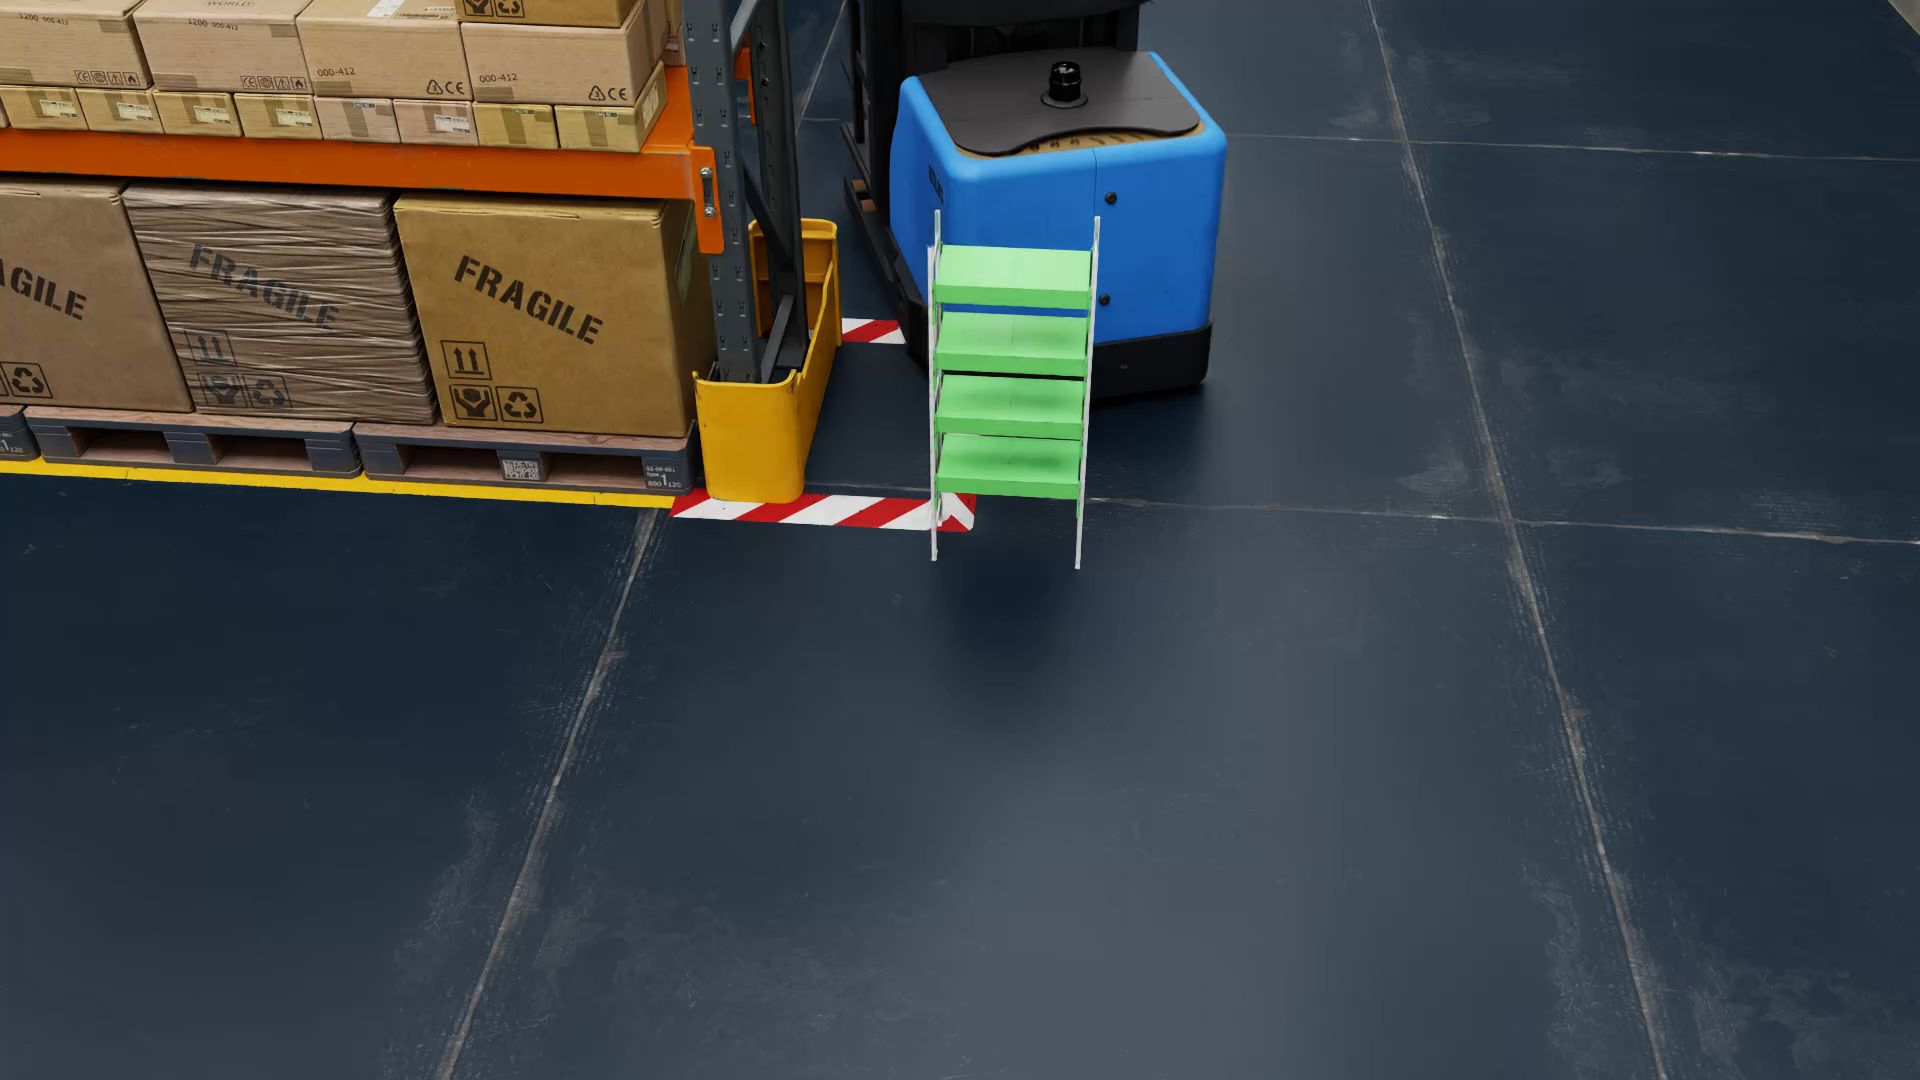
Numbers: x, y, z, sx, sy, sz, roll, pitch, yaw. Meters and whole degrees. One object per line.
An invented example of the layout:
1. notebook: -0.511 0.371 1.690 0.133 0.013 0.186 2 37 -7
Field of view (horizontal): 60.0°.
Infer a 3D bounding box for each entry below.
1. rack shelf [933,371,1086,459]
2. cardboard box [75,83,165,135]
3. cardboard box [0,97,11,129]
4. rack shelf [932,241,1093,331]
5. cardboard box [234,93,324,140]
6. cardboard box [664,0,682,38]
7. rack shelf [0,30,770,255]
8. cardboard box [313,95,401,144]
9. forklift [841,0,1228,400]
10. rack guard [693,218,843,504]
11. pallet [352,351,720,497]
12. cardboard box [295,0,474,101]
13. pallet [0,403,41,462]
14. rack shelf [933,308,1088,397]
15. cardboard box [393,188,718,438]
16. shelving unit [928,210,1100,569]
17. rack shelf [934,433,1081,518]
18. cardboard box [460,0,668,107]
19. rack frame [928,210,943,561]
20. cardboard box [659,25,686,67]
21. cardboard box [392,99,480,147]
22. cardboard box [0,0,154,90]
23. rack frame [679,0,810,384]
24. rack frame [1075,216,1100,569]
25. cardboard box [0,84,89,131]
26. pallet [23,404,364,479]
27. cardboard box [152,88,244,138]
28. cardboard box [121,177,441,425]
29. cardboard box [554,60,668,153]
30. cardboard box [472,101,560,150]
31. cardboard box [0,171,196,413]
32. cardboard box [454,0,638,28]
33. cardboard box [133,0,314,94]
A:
1. rack shelf: 0.165 -0.407 5.400 0.480 0.148 0.258 3 39 4
2. cardboard box: -2.623 -1.465 5.373 0.250 0.149 0.380 4 39 5
3. cardboard box: -3.144 -1.492 5.405 0.250 0.149 0.380 4 39 4
4. rack shelf: 0.165 -0.779 5.097 0.480 0.148 0.258 3 39 4
5. cardboard box: -2.118 -1.436 5.337 0.250 0.149 0.380 2 39 3
6. cardboard box: -1.172 -1.920 5.616 0.500 0.250 0.500 2 39 3
7. rack shelf: -2.709 -1.497 5.782 4.000 0.370 1.077 3 39 4
8. cardboard box: -1.859 -1.423 5.321 0.250 0.149 0.380 4 39 5
9. forklift: 0.101 -2.535 6.542 1.130 2.935 3.031 -9 40 -11
10. rack guard: -0.693 -0.696 6.209 0.348 0.500 1.175 3 39 4
11. pallet: -1.520 -0.579 6.295 1.213 0.211 1.003 3 39 4
12. cardboard box: -1.728 -1.611 5.237 0.500 0.250 0.500 2 39 3
13. pallet: -3.951 -0.712 6.458 1.213 0.211 1.003 3 39 4
14. rack shelf: 0.165 -0.593 5.249 0.480 0.148 0.258 3 39 4
15. cardboard box: -1.361 -0.990 5.941 0.875 0.875 0.875 3 39 4
16. shelving unit: 0.165 -0.456 5.360 0.503 1.200 0.258 3 39 4
17. rack shelf: 0.165 -0.221 5.552 0.480 0.148 0.258 3 39 4
18. cardboard box: -1.222 -1.583 5.202 0.500 0.250 0.500 3 39 3
19. rack frame: -0.078 -0.470 5.376 0.015 1.200 0.240 3 39 4
20. cardboard box: -1.042 -1.796 5.779 0.250 0.149 0.380 4 39 4
21. cardboard box: -1.610 -1.409 5.304 0.250 0.149 0.380 3 39 4
22. cardboard box: -2.754 -1.665 5.302 0.500 0.250 0.500 3 39 4
23. rack frame: -0.717 -1.667 5.421 0.127 3.000 1.000 3 39 4
24. rack frame: 0.408 -0.443 5.344 0.015 1.200 0.240 3 39 4
25. cardboard box: -2.883 -1.478 5.389 0.250 0.149 0.380 2 39 3
26. pallet: -2.732 -0.648 6.378 1.213 0.211 1.003 3 39 4
27. cardboard box: -2.376 -1.450 5.354 0.250 0.149 0.380 3 39 4
28. cardboard box: -2.268 -1.040 6.001 0.875 0.875 0.875 3 39 4
29. cardboard box: -1.100 -1.382 5.270 0.250 0.149 0.380 4 39 5
30. cardboard box: -1.359 -1.395 5.286 0.250 0.149 0.380 4 39 4
31. cardboard box: -3.154 -1.088 6.061 0.875 0.875 0.875 3 39 4
32. cardboard box: -1.225 -1.876 4.968 0.500 0.500 0.500 4 39 4
33. cardboard box: -2.235 -1.639 5.271 0.500 0.250 0.500 2 39 2
